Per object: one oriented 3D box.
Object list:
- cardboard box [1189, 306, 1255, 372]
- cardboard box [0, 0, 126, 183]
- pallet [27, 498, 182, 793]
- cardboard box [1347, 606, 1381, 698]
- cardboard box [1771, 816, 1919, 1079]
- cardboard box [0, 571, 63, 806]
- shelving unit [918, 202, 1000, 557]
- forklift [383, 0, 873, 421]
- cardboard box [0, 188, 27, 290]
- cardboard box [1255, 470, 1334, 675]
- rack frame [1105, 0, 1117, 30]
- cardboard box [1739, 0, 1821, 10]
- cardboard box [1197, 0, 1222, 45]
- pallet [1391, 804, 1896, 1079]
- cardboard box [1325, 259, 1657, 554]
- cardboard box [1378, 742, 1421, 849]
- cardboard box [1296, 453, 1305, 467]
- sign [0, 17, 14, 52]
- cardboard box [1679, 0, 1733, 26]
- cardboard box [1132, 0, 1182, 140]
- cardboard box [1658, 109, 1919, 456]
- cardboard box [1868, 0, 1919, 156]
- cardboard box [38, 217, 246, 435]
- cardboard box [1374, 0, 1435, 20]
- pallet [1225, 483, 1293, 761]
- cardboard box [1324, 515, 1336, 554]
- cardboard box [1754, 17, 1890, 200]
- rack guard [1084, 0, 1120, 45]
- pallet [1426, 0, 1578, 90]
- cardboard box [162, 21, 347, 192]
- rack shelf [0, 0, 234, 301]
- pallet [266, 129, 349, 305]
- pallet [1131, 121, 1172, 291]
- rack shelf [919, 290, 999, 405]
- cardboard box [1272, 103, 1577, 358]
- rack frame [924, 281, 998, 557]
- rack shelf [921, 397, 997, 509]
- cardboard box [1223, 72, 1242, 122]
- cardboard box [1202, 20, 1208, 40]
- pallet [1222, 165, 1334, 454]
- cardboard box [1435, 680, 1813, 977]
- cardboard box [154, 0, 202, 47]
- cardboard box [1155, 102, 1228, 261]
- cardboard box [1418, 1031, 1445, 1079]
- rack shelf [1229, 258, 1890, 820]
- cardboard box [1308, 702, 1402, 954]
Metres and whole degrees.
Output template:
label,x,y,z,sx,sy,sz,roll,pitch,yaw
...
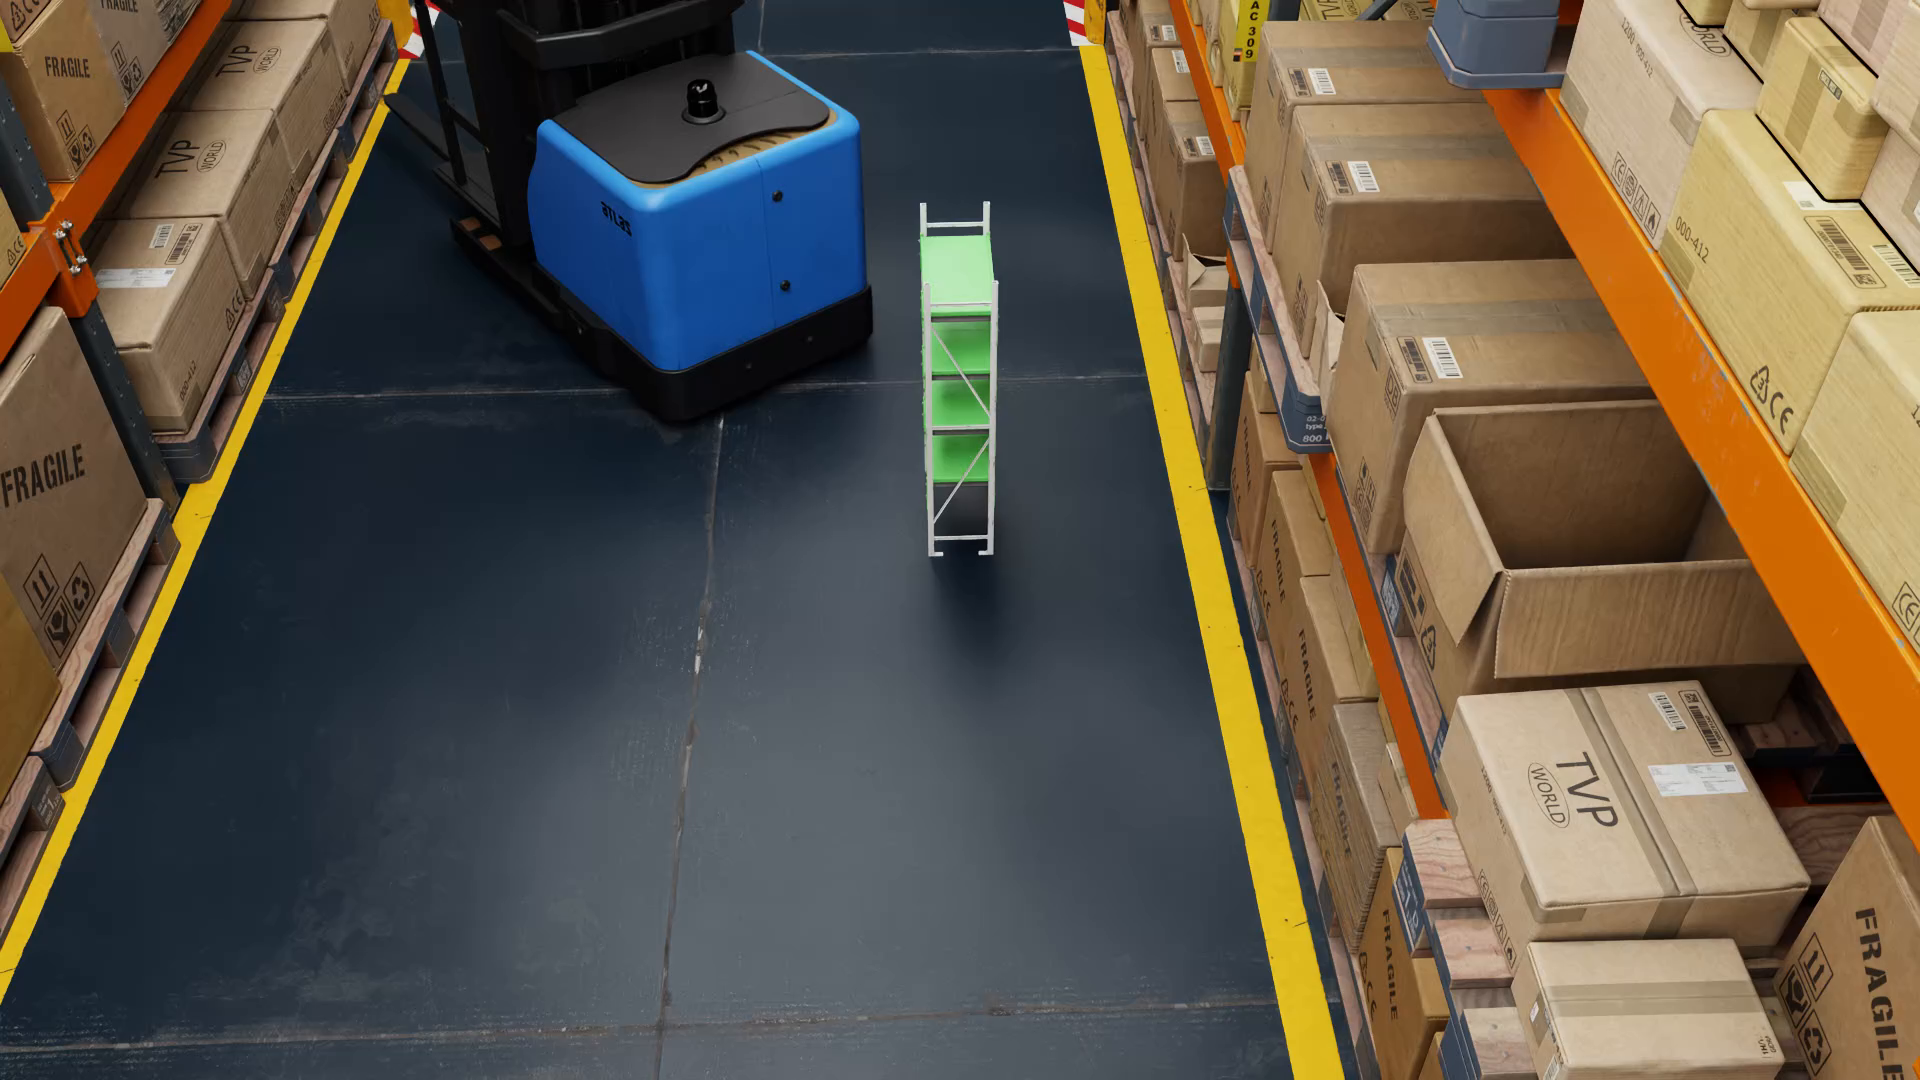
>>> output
label,x,y,z,sx,sy,sz,roll,pitch,yaw
cardboard box,1.142,-0.818,6.721,0.380,0.149,0.250,-3,43,-3
cardboard box,-3.258,-1.562,5.661,0.500,0.500,0.500,0,43,0
pallet,-3.392,0.345,5.717,1.003,0.211,1.213,-2,43,-2
cardboard box,1.327,0.311,4.750,0.380,0.149,0.250,0,43,0
cardboard box,1.764,0.811,2.761,0.500,0.500,0.500,0,43,0
cardboard box,-3.347,0.453,4.797,0.875,0.875,0.875,-1,43,-1
shelving unit,-0.007,-0.554,5.966,0.258,1.200,0.503,-2,43,-2
forklift,-1.688,-2.492,6.800,1.130,2.935,3.031,-29,50,-28
cardboard box,-3.229,-0.850,5.069,0.500,0.250,0.500,-3,43,-3
cardboard box,1.288,0.113,5.446,0.500,0.500,0.500,-2,43,-2
rack frame,1.289,-4.047,8.445,1.000,3.000,0.127,-2,43,-2
cardboard box,1.277,-0.882,2.368,0.380,0.149,0.250,-3,43,-3
cardboard box,1.158,-2.075,6.185,0.500,0.250,0.500,-2,43,-2
pallet,1.530,0.969,3.115,1.213,0.211,1.003,-2,43,-2
cardboard box,1.312,-0.325,4.000,0.700,0.500,0.500,-2,43,-2
cardboard box,1.327,0.660,4.370,0.380,0.149,0.250,-4,43,-4
cardboard box,1.298,-0.384,5.508,0.380,0.149,0.250,-3,43,-3
sign,-2.958,-1.621,5.000,0.100,0.325,0.005,-2,43,-2
cardboard box,1.345,-0.945,2.657,0.380,0.149,0.250,0,43,-1
cardboard box,1.218,-2.286,8.063,0.700,0.500,0.500,0,43,0
cardboard box,1.343,-0.375,2.330,0.500,0.250,0.500,-2,43,-2
cardboard box,1.352,-0.535,1.990,0.380,0.149,0.250,-3,43,-3
cardboard box,-3.419,-0.838,6.530,0.875,0.438,0.875,-2,43,-2
cardboard box,1.708,-1.743,5.822,0.500,0.250,0.500,-2,43,-2
pallet,1.532,0.230,5.843,1.003,0.211,1.213,-2,43,-2
cardboard box,1.345,-0.026,5.118,0.380,0.149,0.250,-2,43,-3
cardboard box,1.342,-0.596,2.276,0.380,0.149,0.250,-2,43,-2
rack guard,1.293,-3.074,9.233,1.175,0.500,0.348,-2,43,-2
pallet,1.464,-1.240,3.302,1.213,0.211,1.003,-2,43,-2
cardboard box,-3.494,-2.052,7.854,0.875,0.438,0.875,-1,43,-1
rack shelf,-3.585,-2.286,7.057,1.077,0.370,4.000,-2,43,-2
pallet,-3.509,-1.514,7.746,1.003,0.211,1.213,-2,43,-2
pallet,1.376,-1.607,7.848,1.003,0.211,1.213,-2,43,-2
rack shelf,-0.007,-0.684,5.847,0.258,0.148,0.480,-2,43,-2
cardboard box,1.278,-0.855,4.578,0.700,0.500,0.500,-1,43,-1
rack frame,0.003,-0.389,5.787,0.240,1.200,0.015,-2,43,-2
rack shelf,-0.007,-0.330,6.172,0.258,0.148,0.480,-2,43,-2
cardboard box,1.161,-1.637,6.002,0.380,0.149,0.250,-1,43,-1
cardboard box,1.142,-1.989,6.386,0.380,0.149,0.250,-1,43,-1
pallet,1.384,-0.733,4.972,1.003,0.211,1.213,-2,43,-2
cardboard box,1.261,0.552,3.228,0.500,0.250,0.500,-3,43,-4
cardboard box,-3.290,-2.238,6.398,0.500,0.500,0.500,-1,43,-2
cardboard box,1.262,-1.585,7.299,0.700,0.500,0.500,-3,43,-3
cardboard box,1.386,1.503,3.929,0.500,0.500,0.500,-2,43,-2
rack shelf,1.544,0.269,4.269,1.077,0.370,4.000,-2,43,-2
cardboard box,1.320,0.800,4.696,0.500,0.500,0.500,-3,43,-3
